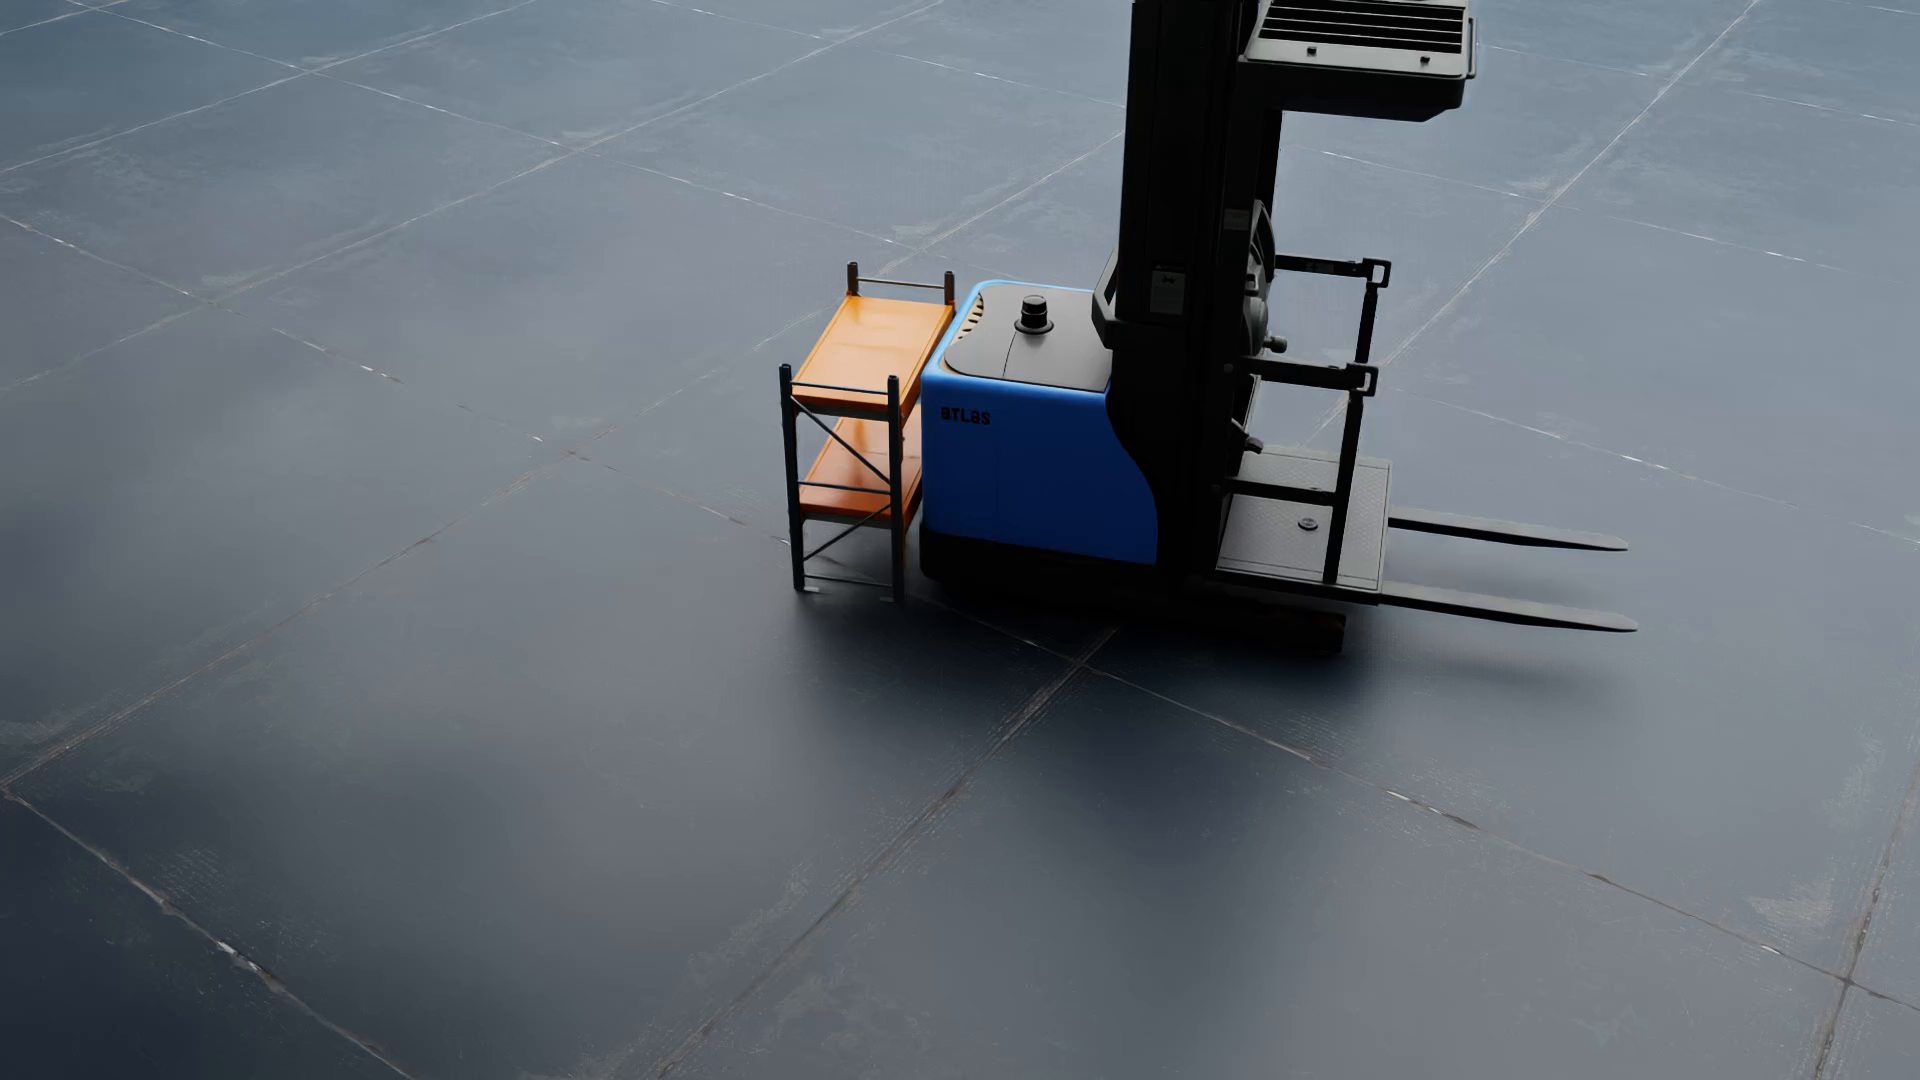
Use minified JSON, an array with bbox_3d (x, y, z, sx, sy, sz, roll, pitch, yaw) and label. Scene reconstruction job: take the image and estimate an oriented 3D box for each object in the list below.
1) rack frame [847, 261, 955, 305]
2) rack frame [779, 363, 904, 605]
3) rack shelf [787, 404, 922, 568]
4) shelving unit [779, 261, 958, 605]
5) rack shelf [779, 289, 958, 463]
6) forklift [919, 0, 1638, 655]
[{"bbox_3d":[-0.270,-0.776,7.894,0.500,1.125,0.032,7,35,10],"label":"rack frame"},{"bbox_3d":[-0.493,-0.221,7.072,0.500,1.125,0.032,7,35,10],"label":"rack frame"},{"bbox_3d":[-0.381,-0.296,7.620,0.538,0.278,1.000,7,35,10],"label":"rack shelf"},{"bbox_3d":[-0.381,-0.498,7.483,0.538,1.125,1.048,7,35,10],"label":"shelving unit"},{"bbox_3d":[-0.381,-0.741,7.319,0.538,0.278,1.000,7,35,10],"label":"rack shelf"},{"bbox_3d":[1.396,-1.058,6.699,3.031,2.935,1.130,8,35,12],"label":"forklift"}]
